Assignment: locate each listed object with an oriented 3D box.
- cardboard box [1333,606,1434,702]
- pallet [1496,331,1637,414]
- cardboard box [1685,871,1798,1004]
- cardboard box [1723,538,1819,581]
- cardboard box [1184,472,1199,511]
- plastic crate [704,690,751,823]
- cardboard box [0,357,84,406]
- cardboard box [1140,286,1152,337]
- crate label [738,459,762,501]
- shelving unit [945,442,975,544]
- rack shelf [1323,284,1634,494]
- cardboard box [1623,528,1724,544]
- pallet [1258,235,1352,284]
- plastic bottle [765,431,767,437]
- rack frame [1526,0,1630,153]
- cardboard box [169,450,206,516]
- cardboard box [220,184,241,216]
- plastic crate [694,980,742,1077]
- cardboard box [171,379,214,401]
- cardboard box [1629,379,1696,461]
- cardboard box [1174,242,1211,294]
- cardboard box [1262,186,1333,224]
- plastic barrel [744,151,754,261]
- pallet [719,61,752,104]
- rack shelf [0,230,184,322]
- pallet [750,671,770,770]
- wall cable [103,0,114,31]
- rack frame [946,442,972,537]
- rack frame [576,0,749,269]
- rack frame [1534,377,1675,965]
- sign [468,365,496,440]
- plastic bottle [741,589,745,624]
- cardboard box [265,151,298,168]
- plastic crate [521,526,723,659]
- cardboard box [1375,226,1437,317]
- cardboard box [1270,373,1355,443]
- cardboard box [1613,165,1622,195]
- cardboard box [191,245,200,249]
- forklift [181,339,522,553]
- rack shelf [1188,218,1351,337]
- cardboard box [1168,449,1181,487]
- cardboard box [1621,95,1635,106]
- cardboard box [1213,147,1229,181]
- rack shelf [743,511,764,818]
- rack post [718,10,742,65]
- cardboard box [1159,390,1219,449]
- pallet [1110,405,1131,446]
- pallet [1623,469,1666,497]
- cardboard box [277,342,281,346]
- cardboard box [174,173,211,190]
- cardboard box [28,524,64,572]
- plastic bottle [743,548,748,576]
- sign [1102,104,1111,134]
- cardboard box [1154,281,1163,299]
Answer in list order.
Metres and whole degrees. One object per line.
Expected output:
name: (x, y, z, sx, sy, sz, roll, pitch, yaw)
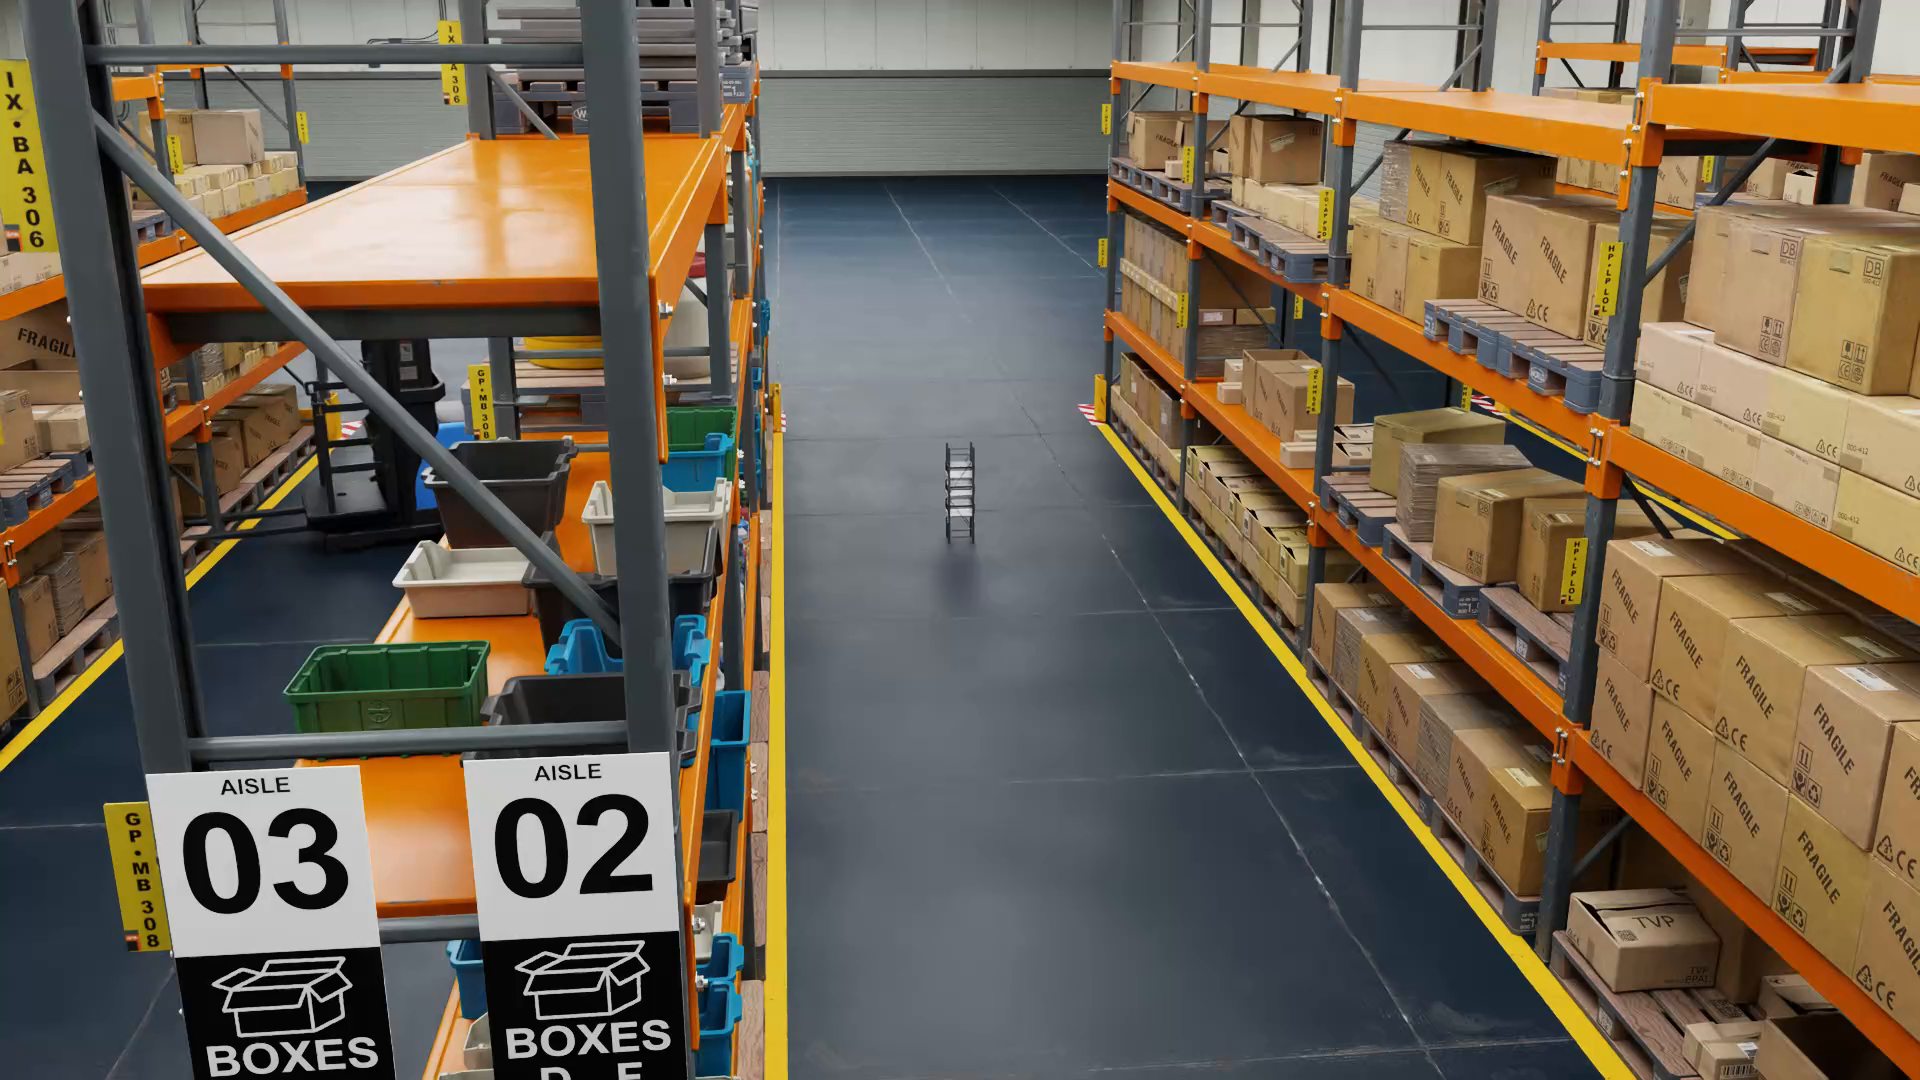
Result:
cardboard box: (2.855, 0.774, 11.215, 0.500, 0.500, 0.500, -2, 18, -8)
pallet: (3.448, -0.855, 8.272, 1.213, 0.211, 1.003, -2, 18, -6)
cardboard box: (3.786, 1.826, 7.863, 0.500, 0.500, 0.500, -2, 18, -6)
cardboard box: (3.755, 0.301, 7.448, 0.500, 0.500, 0.500, -2, 18, -5)
cardboard box: (2.415, -0.461, 15.601, 0.500, 0.250, 0.500, -2, 18, -7)
plastic crate: (-1.095, 0.942, 7.167, 0.392, 0.384, 0.575, -2, 18, -6)
cardboard box: (-6.963, -1.132, 12.974, 0.797, 0.503, 0.637, 0, 17, 0)
cardboard box: (2.347, -2.496, 18.026, 0.700, 0.500, 0.500, -2, 18, -5)
crate label: (-1.565, -0.414, 11.841, 0.303, 0.233, 0.416, -2, 18, -6)
shelving unit: (0.001, -0.427, 15.108, 0.258, 0.900, 0.210, -2, 18, -6)
rack shelf: (3.239, -1.001, 9.624, 1.077, 0.370, 4.000, -2, 18, -6)
cardboard box: (3.619, 0.287, 8.461, 0.700, 0.500, 0.500, -8, 19, -24)
pallet: (2.874, -2.049, 12.078, 1.213, 0.211, 1.003, -1, 17, -3)
plastic bottle: (-2.095, -1.041, 17.372, 0.152, 0.276, 0.135, -2, 18, -5)
rack frame: (7.135, -5.909, 19.048, 1.000, 3.000, 0.127, -2, 18, -6)
cardboard box: (-7.235, -0.524, 15.383, 0.500, 0.500, 0.500, -2, 18, -7)
cardboard box: (-7.126, -3.203, 15.688, 0.500, 0.250, 0.500, -2, 18, -8)
plastic crate: (-0.903, 1.602, 5.320, 0.416, 0.233, 0.300, -2, 18, -6)
cardboard box: (-6.957, -1.349, 14.959, 0.380, 0.149, 0.250, -2, 18, -6)
cardboard box: (3.249, -0.524, 7.155, 0.500, 0.250, 0.500, -2, 18, -6)
cardboard box: (2.515, -2.650, 16.350, 0.700, 0.500, 0.500, -2, 18, -6)
cardboard box: (2.757, -2.689, 13.349, 0.500, 0.250, 0.500, -3, 18, -10)
plastic barrel: (-1.831, -2.439, 12.287, 0.600, 0.830, 0.708, -2, 18, -6)
pallet: (-1.851, -2.723, 9.881, 1.213, 0.211, 1.003, -2, 18, -6)
rack shelf: (-7.027, -1.888, 12.449, 1.077, 0.370, 4.000, -2, 18, -6)
pallet: (-1.772, 1.207, 11.053, 1.003, 0.211, 1.213, -2, 18, -6)
wall cable: (-22.657, -15.622, 46.739, 3.097, 2.526, 0.112, -2, 18, -6)
rack frame: (-0.010, -0.457, 15.204, 0.240, 0.900, 0.006, -2, 18, -6)
rack frame: (-1.895, -3.219, 10.481, 1.000, 3.000, 0.127, -2, 18, -6)
rack frame: (3.445, 0.683, 8.067, 1.000, 3.000, 0.127, -2, 18, -6)
sign: (-2.029, -0.584, 7.080, 0.100, 0.325, 0.005, -2, 18, -6)
plastic bottle: (-1.255, 0.366, 9.291, 0.097, 0.271, 0.097, 0, 17, 0)
cardboard box: (-7.307, -4.064, 17.765, 0.380, 0.149, 0.250, -2, 18, -6)
plastic crate: (-0.954, 0.161, 4.824, 0.504, 0.338, 0.767, -2, 18, -6)
cardboard box: (3.164, -1.707, 10.504, 0.910, 0.500, 0.500, -2, 18, -6)
cardboard box: (2.844, -1.056, 13.439, 0.500, 0.500, 0.500, -3, 18, -9)
cardboard box: (7.115, -3.801, 17.141, 0.500, 0.500, 0.500, -2, 18, -8)
cardboard box: (-7.194, -2.651, 16.353, 0.500, 0.500, 0.500, -2, 18, -6)
forklift: (-5.549, -1.462, 15.015, 3.031, 2.935, 1.130, -8, 19, -23)
rack shelf: (2.826, -2.193, 13.420, 1.077, 0.370, 4.000, -2, 18, -6)
cardboard box: (2.355, -0.721, 16.427, 0.500, 0.250, 0.500, -2, 18, -6)
cardboard box: (7.094, -4.279, 16.996, 0.500, 0.500, 0.500, -2, 18, -8)
cardboard box: (2.775, -3.676, 16.156, 0.500, 0.311, 0.500, -3, 18, -9)
rack shelf: (-1.688, 0.582, 9.589, 1.077, 0.370, 4.000, -2, 18, -6)
rack post: (-1.779, -2.969, 9.809, 0.954, 0.300, 0.937, -2, 18, -6)
cardboard box: (2.315, -1.228, 16.790, 0.500, 0.500, 0.500, -2, 18, -6)
pallet: (2.328, -1.336, 19.151, 1.003, 0.211, 1.213, -2, 18, -6)
pallet: (7.443, -0.723, 17.202, 1.003, 0.211, 1.213, -2, 18, -6)
cardboard box: (-7.314, -2.091, 17.322, 0.380, 0.149, 0.250, -2, 18, -6)
cardboard box: (-7.131, -3.283, 15.275, 0.380, 0.149, 0.250, -1, 17, -4)
cardboard box: (-6.985, 0.064, 12.224, 0.500, 0.250, 0.500, 0, 17, 1)
plastic bottle: (-1.351, 0.123, 10.183, 0.097, 0.201, 0.097, 0, 17, 0)
sign: (1.655, -4.763, 18.814, 0.100, 0.325, 0.005, -2, 18, -6)
cardboard box: (2.219, -2.590, 17.241, 0.380, 0.149, 0.250, -1, 17, -4)
